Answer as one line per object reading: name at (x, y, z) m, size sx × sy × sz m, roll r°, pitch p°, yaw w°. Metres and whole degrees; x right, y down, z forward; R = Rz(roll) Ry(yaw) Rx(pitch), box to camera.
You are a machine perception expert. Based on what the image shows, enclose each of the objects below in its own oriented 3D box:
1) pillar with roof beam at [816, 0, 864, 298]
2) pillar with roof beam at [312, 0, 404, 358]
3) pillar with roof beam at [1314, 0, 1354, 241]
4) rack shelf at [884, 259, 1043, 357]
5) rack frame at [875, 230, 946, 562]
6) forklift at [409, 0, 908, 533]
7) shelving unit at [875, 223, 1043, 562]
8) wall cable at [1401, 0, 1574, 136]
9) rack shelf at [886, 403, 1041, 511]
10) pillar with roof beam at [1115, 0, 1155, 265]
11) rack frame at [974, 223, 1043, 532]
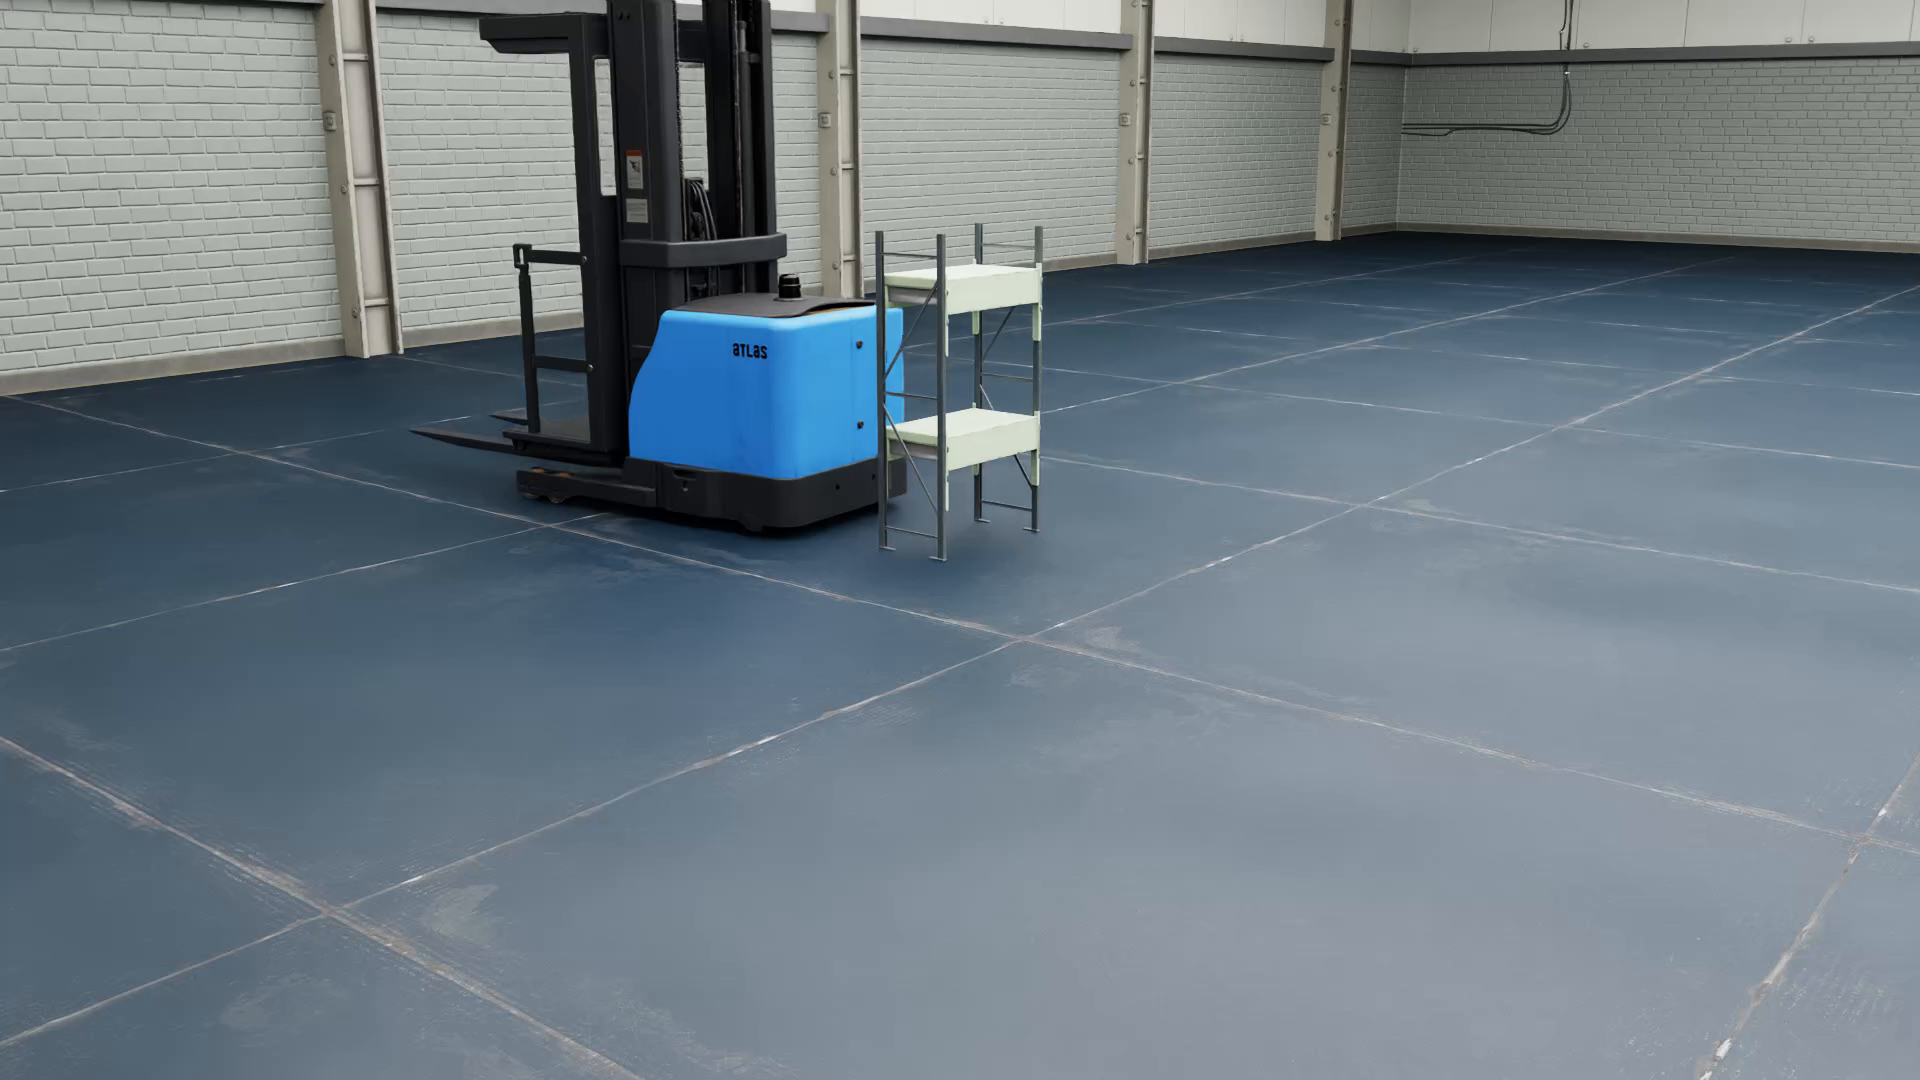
pillar with roof beam at (2.008, -6.467, 15.305) m, size 9.100 × 9.000 × 0.400 m, roll 11°, pitch 18°, yaw 38°
pillar with roof beam at (-1.763, -5.318, 10.781) m, size 9.100 × 9.000 × 0.400 m, roll 11°, pitch 18°, yaw 38°
pillar with roof beam at (9.550, -8.765, 24.351) m, size 9.100 × 9.000 × 0.400 m, roll 11°, pitch 18°, yaw 38°
rack shelf at (0.004, -1.106, 7.847) m, size 0.431 × 0.370 × 0.720 m, roll 11°, pitch 18°, yaw 38°
rack frame at (-0.226, -0.658, 7.667) m, size 0.400 × 1.500 × 0.023 m, roll 11°, pitch 18°, yaw 38°
forklift at (-1.790, -1.713, 8.912) m, size 3.031 × 2.935 × 1.130 m, roll 9°, pitch 17°, yaw 32°
shelving unit at (0.004, -0.728, 7.943) m, size 0.431 × 1.500 × 0.755 m, roll 11°, pitch 18°, yaw 38°
wall cable at (9.082, -8.286, 28.771) m, size 3.097 × 2.526 × 0.112 m, roll 11°, pitch 18°, yaw 38°
rack shelf at (0.004, -0.412, 8.024) m, size 0.431 × 0.370 × 0.720 m, roll 11°, pitch 18°, yaw 38°
pillar with roof beam at (5.779, -7.616, 19.828) m, size 9.100 × 9.000 × 0.400 m, roll 11°, pitch 18°, yaw 38°
rack frame at (0.234, -0.798, 8.219) m, size 0.400 × 1.500 × 0.023 m, roll 11°, pitch 18°, yaw 38°
